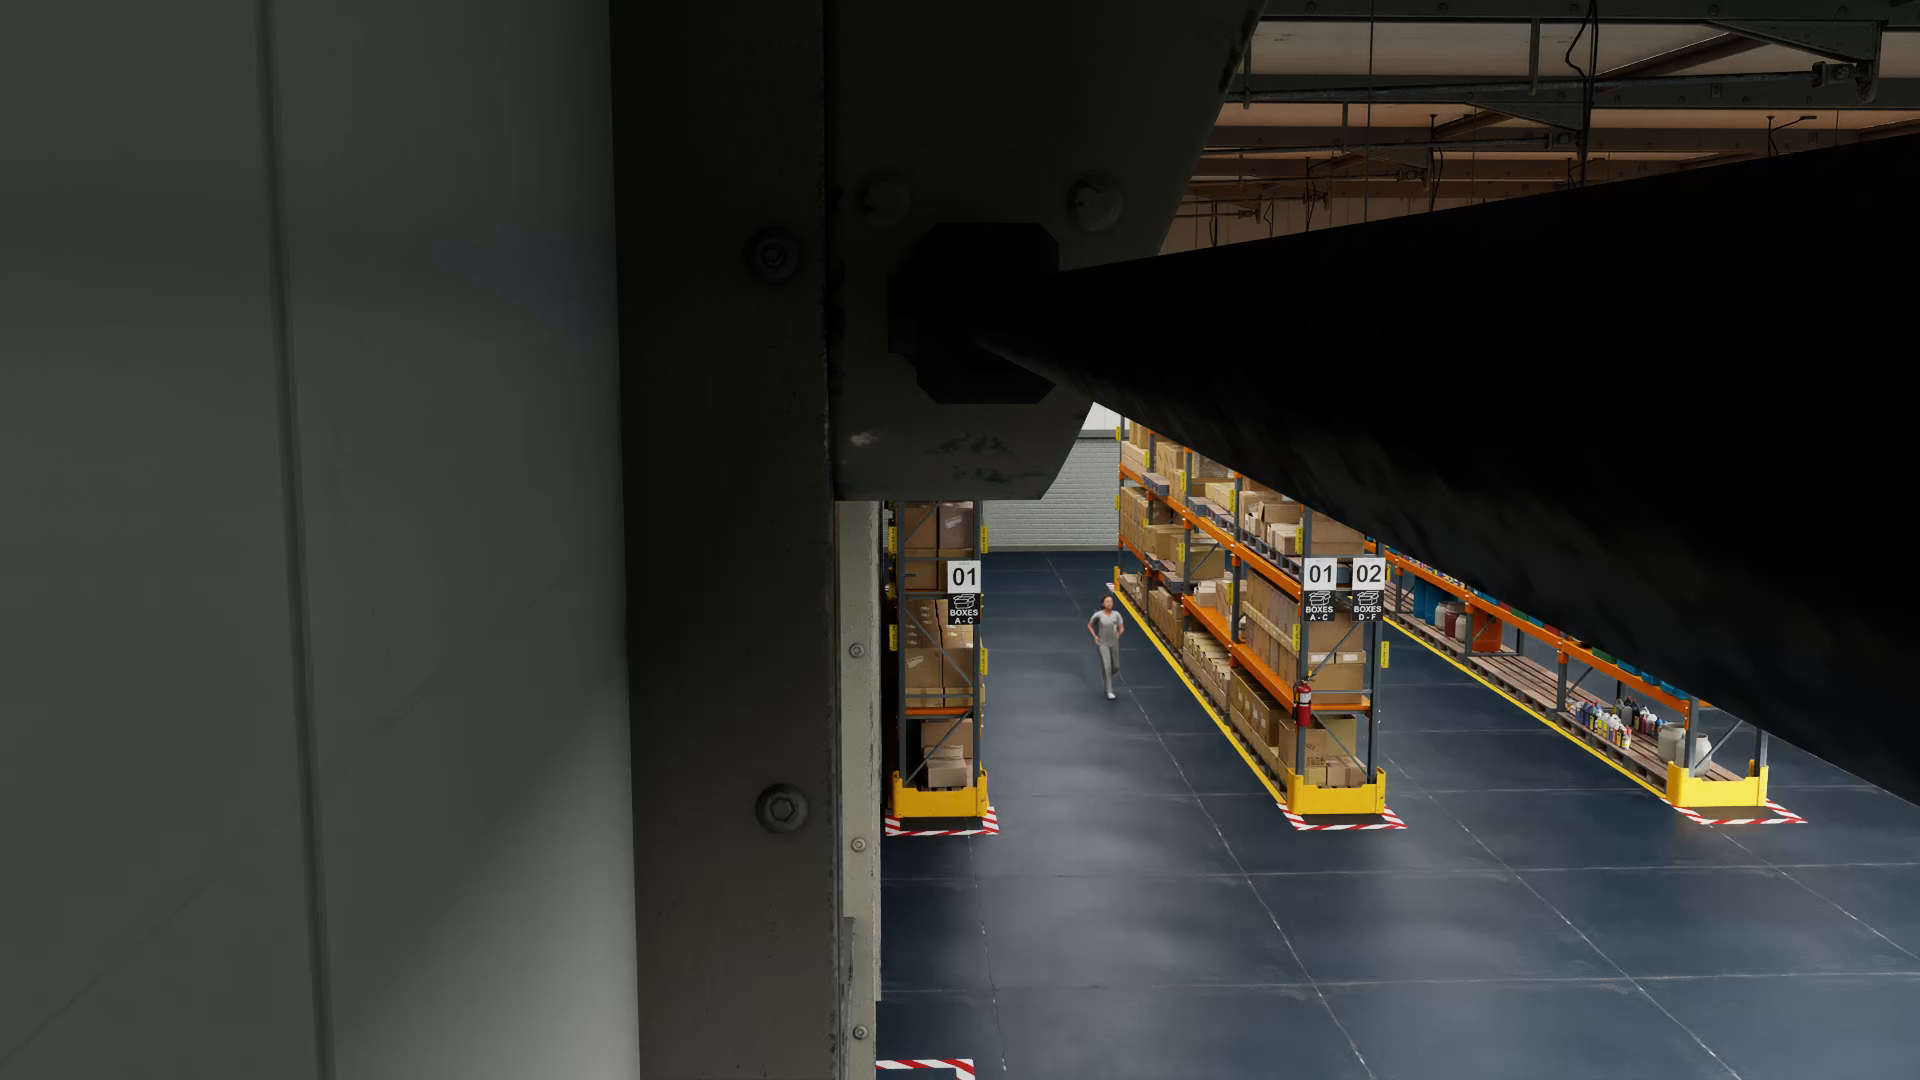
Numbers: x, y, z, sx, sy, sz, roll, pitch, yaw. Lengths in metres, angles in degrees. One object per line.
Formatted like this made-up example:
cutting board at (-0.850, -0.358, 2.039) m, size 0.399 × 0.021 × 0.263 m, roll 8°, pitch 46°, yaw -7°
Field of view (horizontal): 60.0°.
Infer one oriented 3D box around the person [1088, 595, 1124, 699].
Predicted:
person at (2.353, 1.684, 26.727) m, size 0.575 × 1.635 × 0.802 m, roll -2°, pitch 8°, yaw -12°
